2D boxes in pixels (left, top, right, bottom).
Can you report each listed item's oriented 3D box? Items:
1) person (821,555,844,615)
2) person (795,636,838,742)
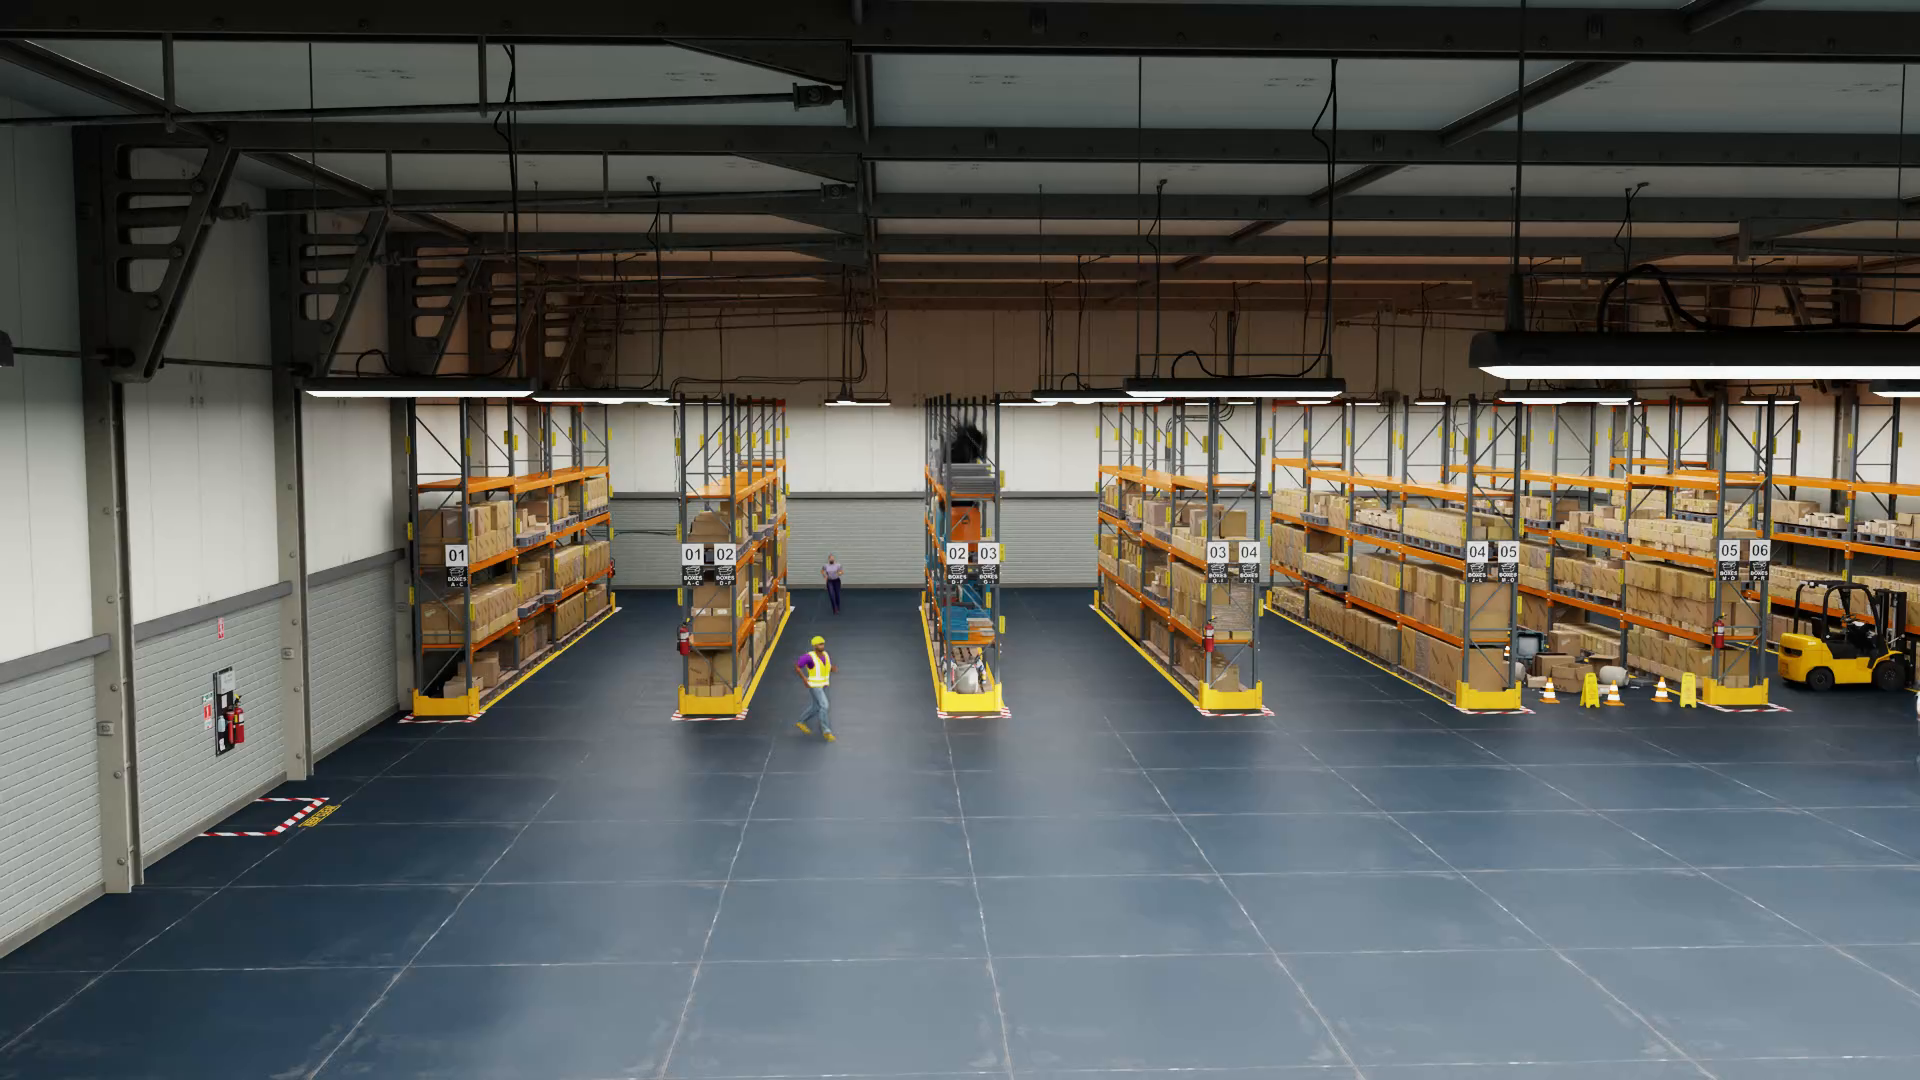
[{"bbox_3d":[-3.559,1.242,46.444,0.589,1.688,0.833,-1,5,-10],"label":"person"},{"bbox_3d":[-2.464,2.556,28.879,0.902,1.798,0.675,3,5,31],"label":"person"}]
